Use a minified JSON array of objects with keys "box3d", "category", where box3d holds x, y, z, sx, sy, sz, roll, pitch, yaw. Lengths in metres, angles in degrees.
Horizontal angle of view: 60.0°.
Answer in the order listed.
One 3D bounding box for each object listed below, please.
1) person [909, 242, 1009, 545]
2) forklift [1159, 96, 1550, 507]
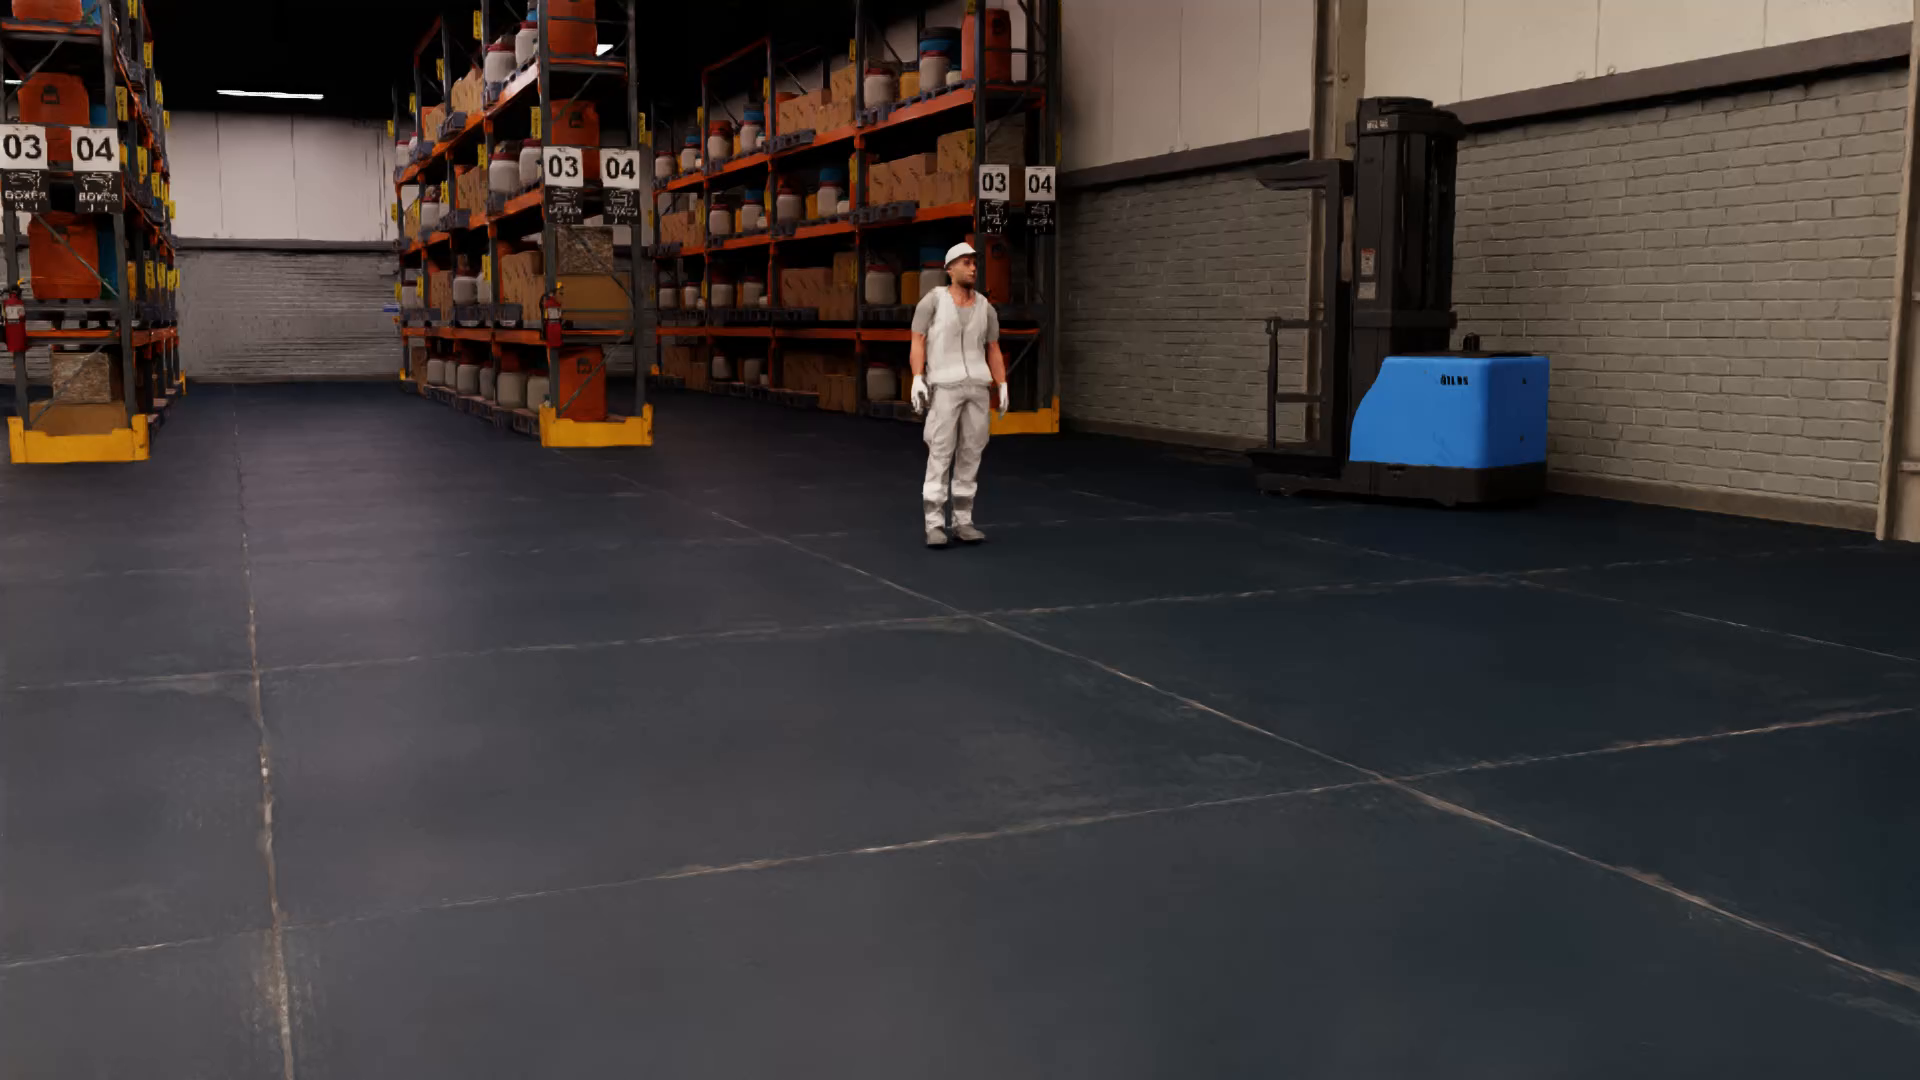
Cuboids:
[{"box3d":[0.022,-0.883,9.959,0.637,1.787,0.563,-3,8,-23],"category":"person"},{"box3d":[2.933,-1.827,12.796,1.130,2.935,3.031,-7,10,-43],"category":"forklift"}]
